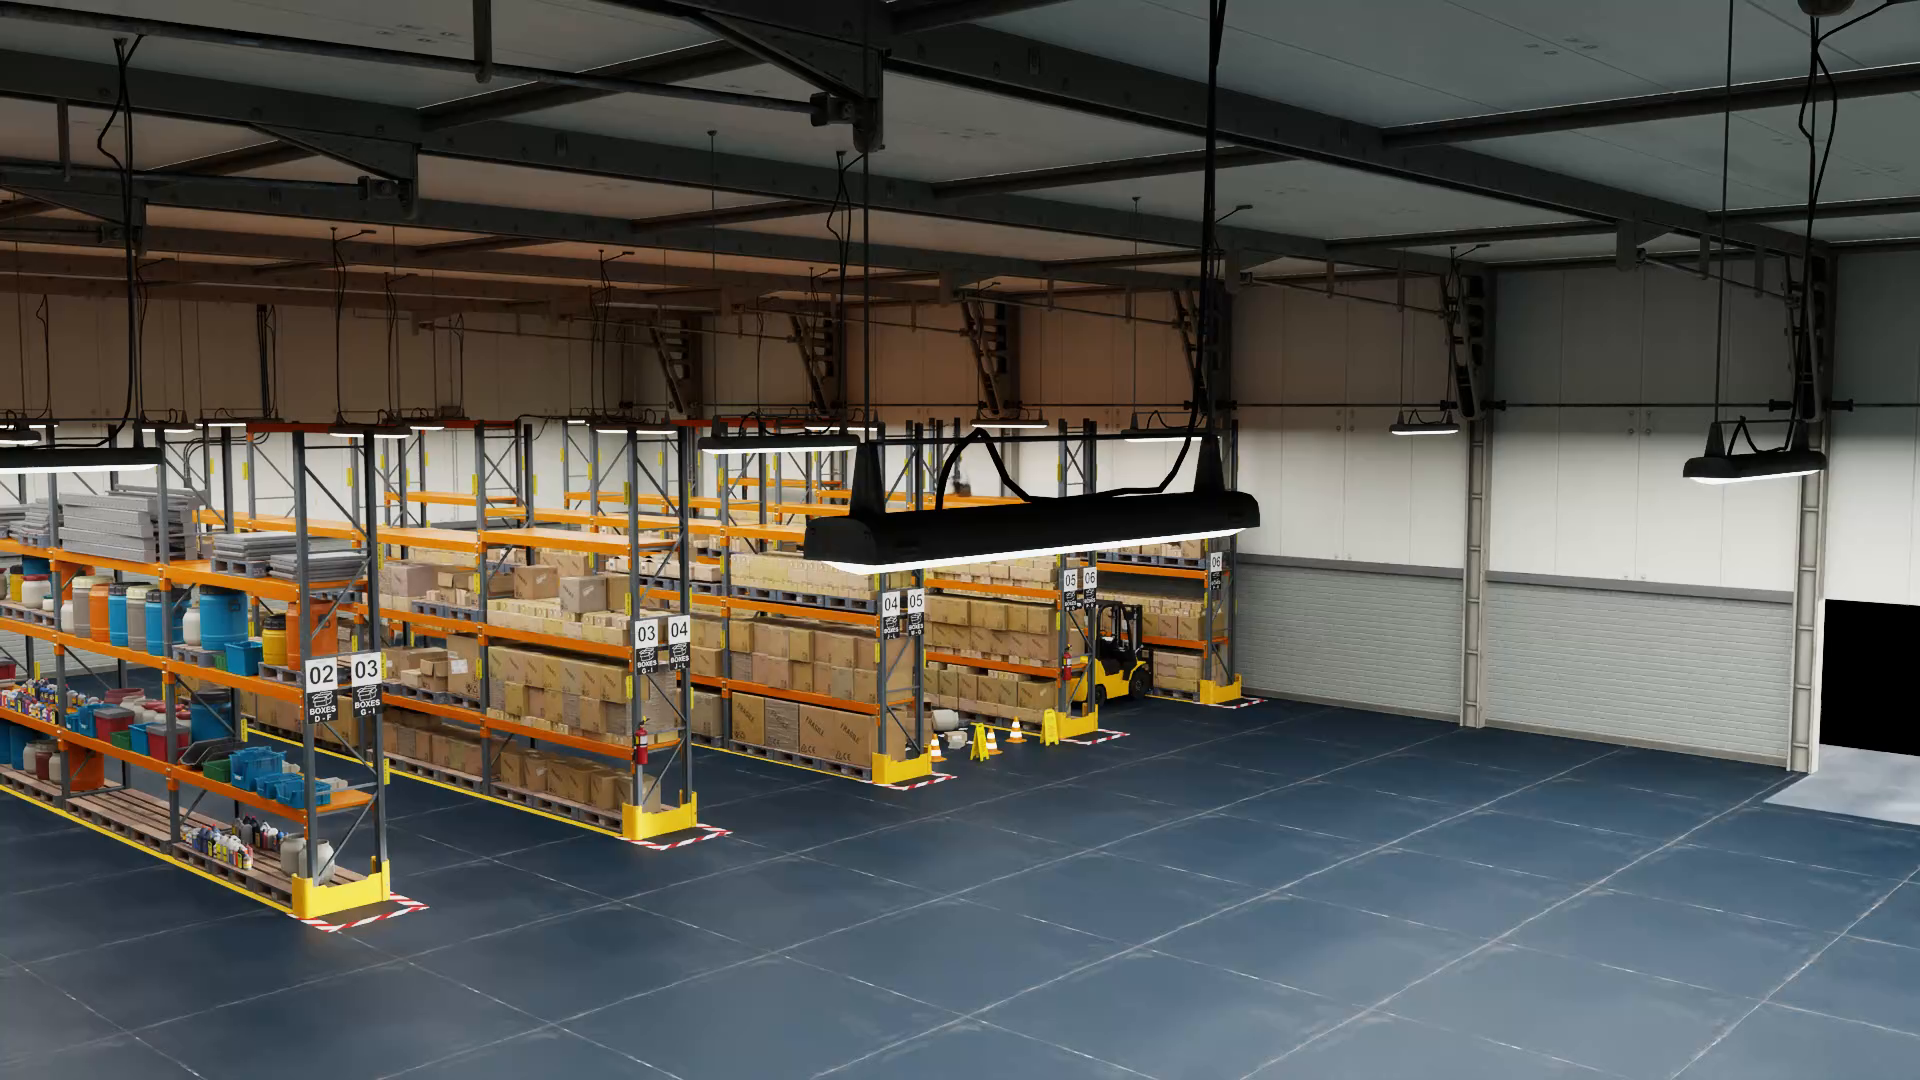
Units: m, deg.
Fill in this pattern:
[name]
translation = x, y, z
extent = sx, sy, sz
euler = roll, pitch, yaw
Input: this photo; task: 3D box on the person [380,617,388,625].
[person]
translation = -13.669, 2.242, 39.722
extent = 0.786, 1.733, 0.733
euler = 3, 6, 36
